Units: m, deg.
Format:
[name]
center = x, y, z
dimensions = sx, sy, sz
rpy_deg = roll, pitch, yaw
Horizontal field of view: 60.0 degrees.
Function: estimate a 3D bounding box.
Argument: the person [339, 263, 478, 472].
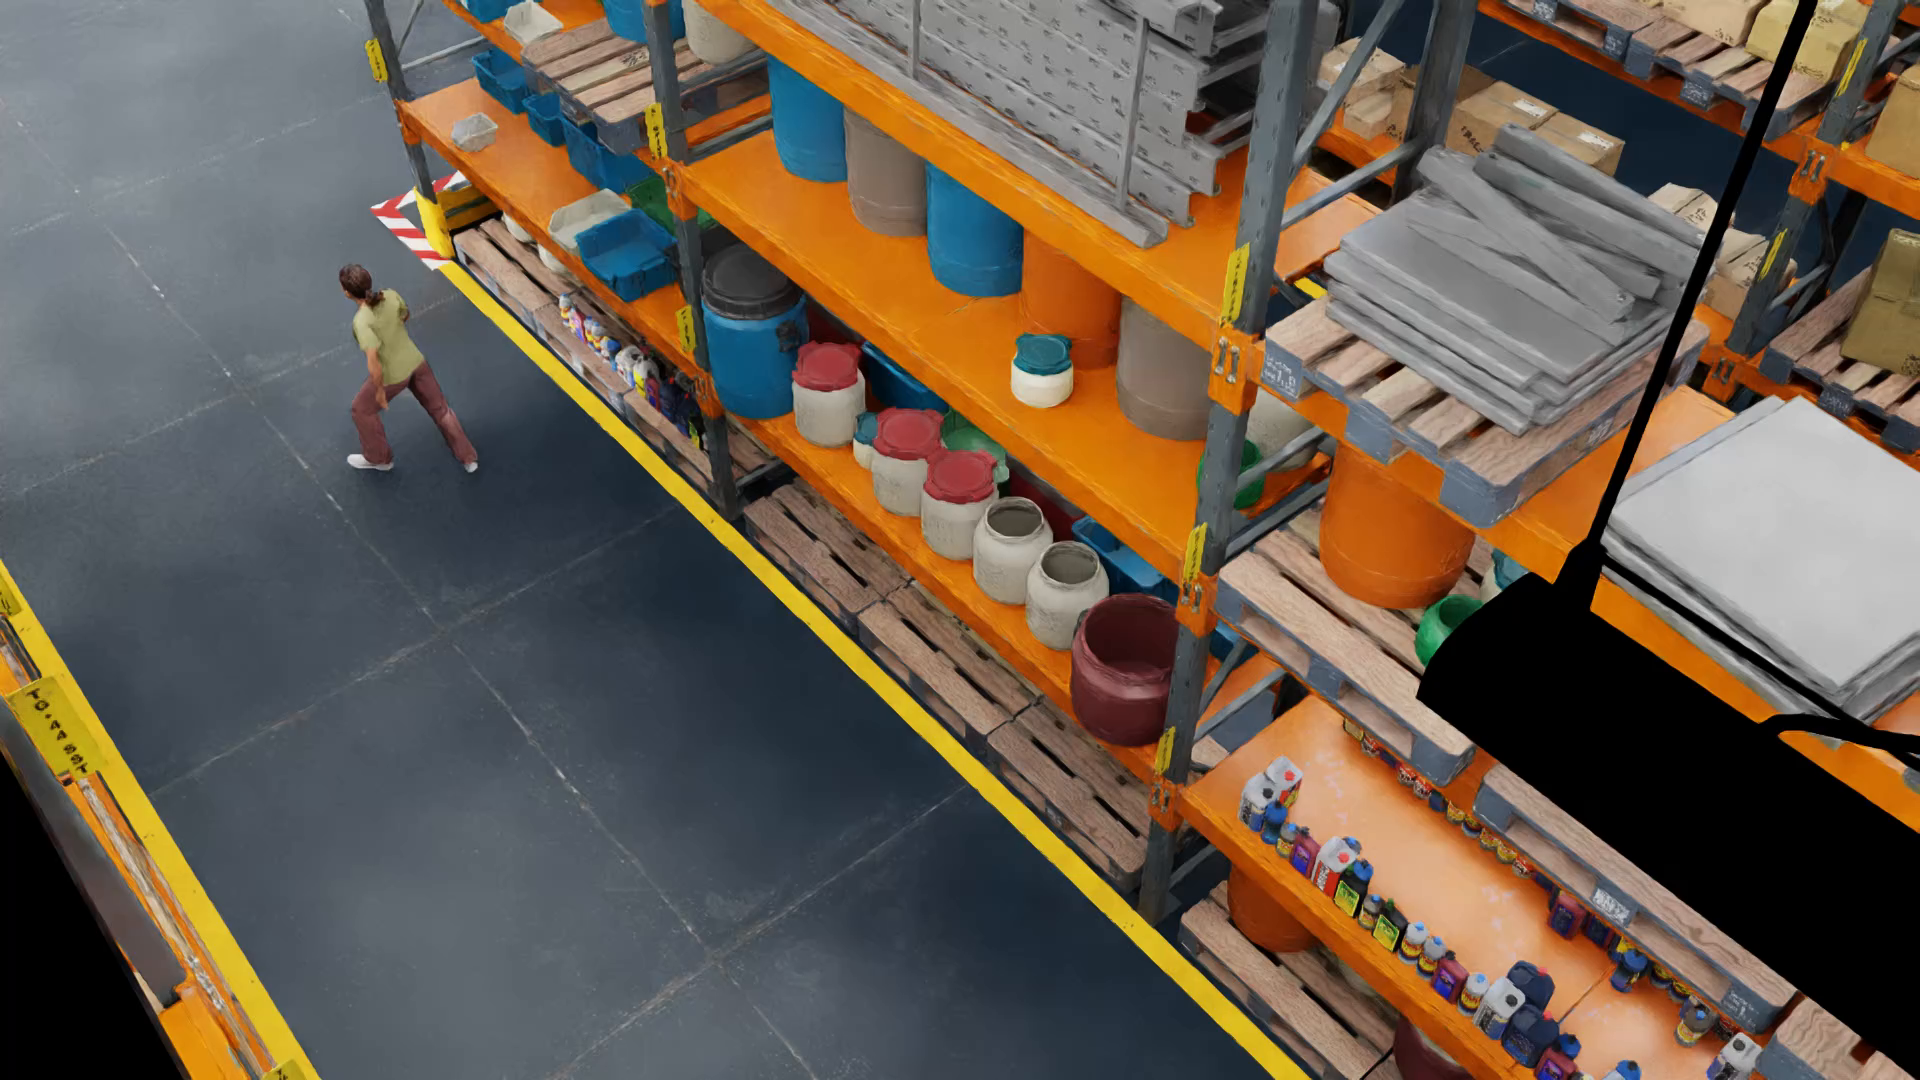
[person]
center = -3.711, -1.094, 10.904
dimensions = 0.786, 1.613, 0.621
rpy_deg = 23, 51, 20
